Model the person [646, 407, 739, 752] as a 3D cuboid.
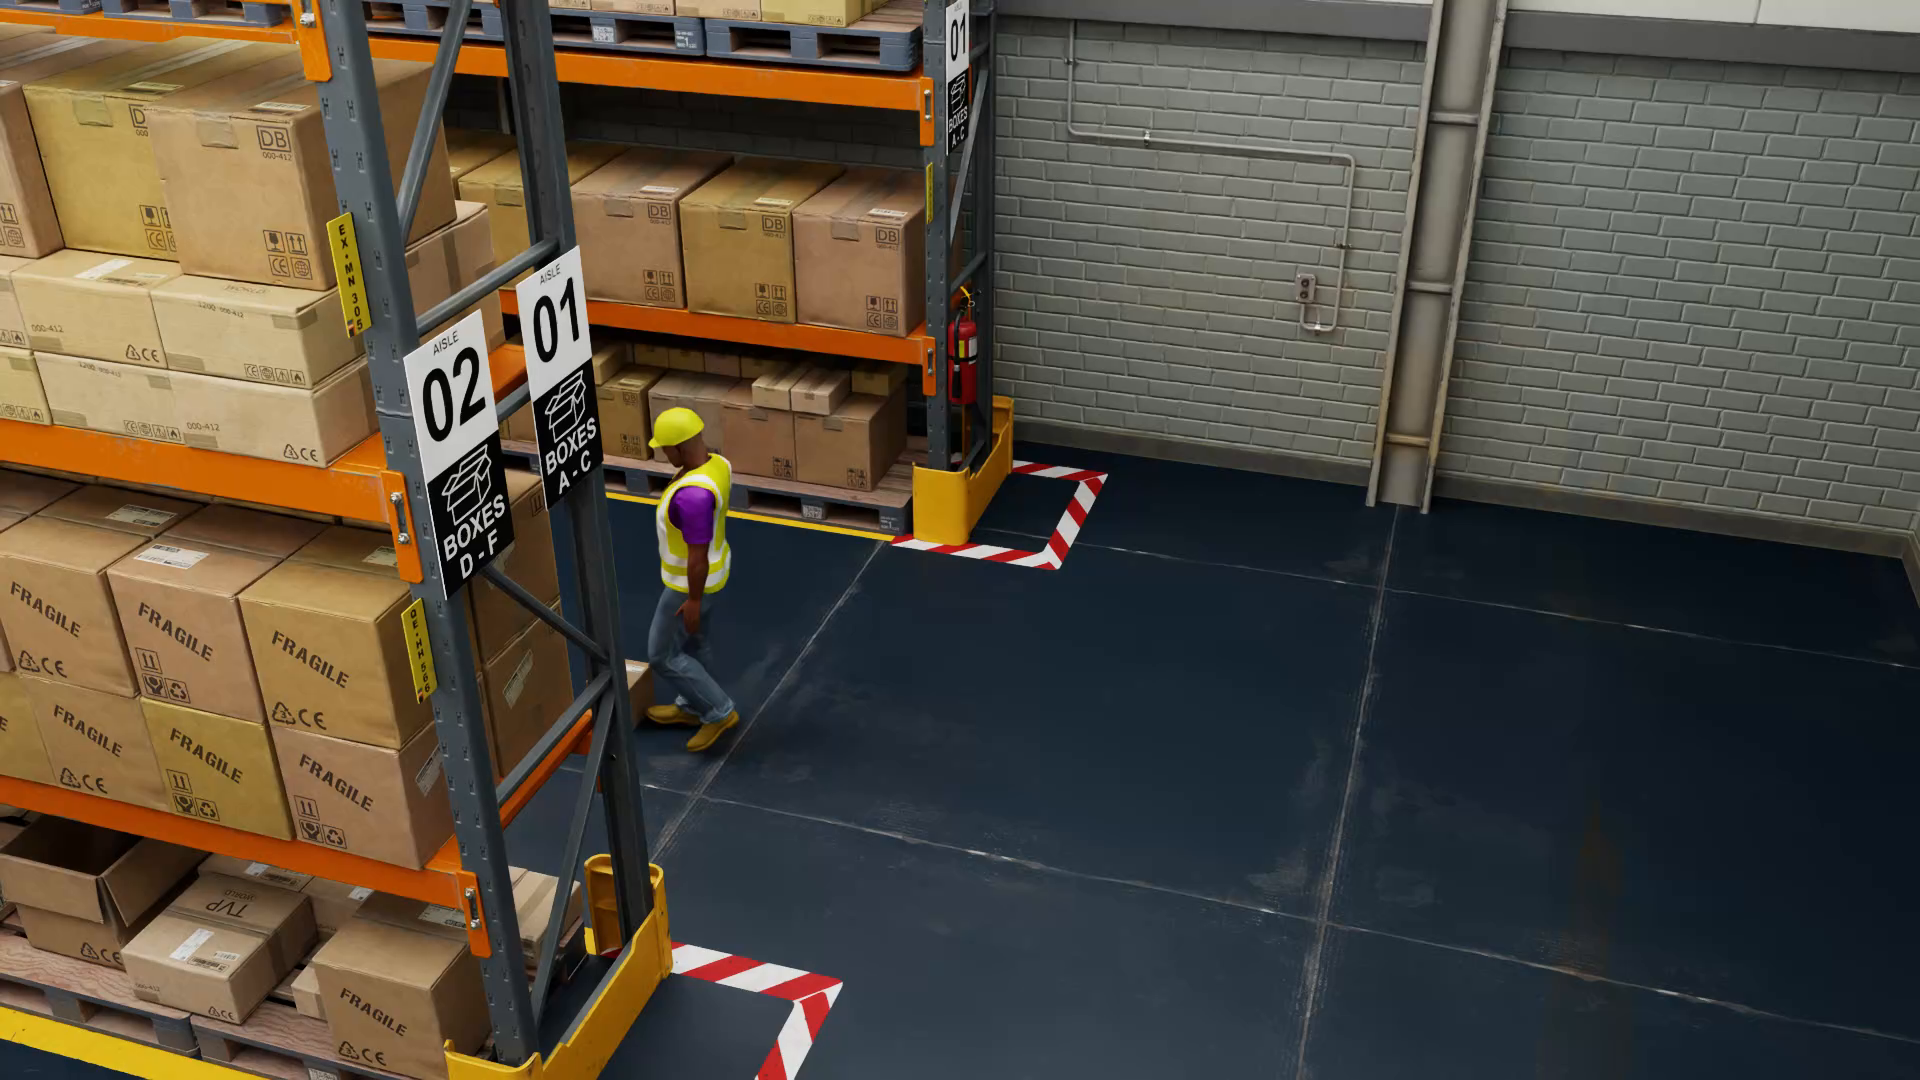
[{"bbox_3d":[-1.359,0.180,8.117,0.532,1.763,0.611,2,29,3],"label":"person"}]
